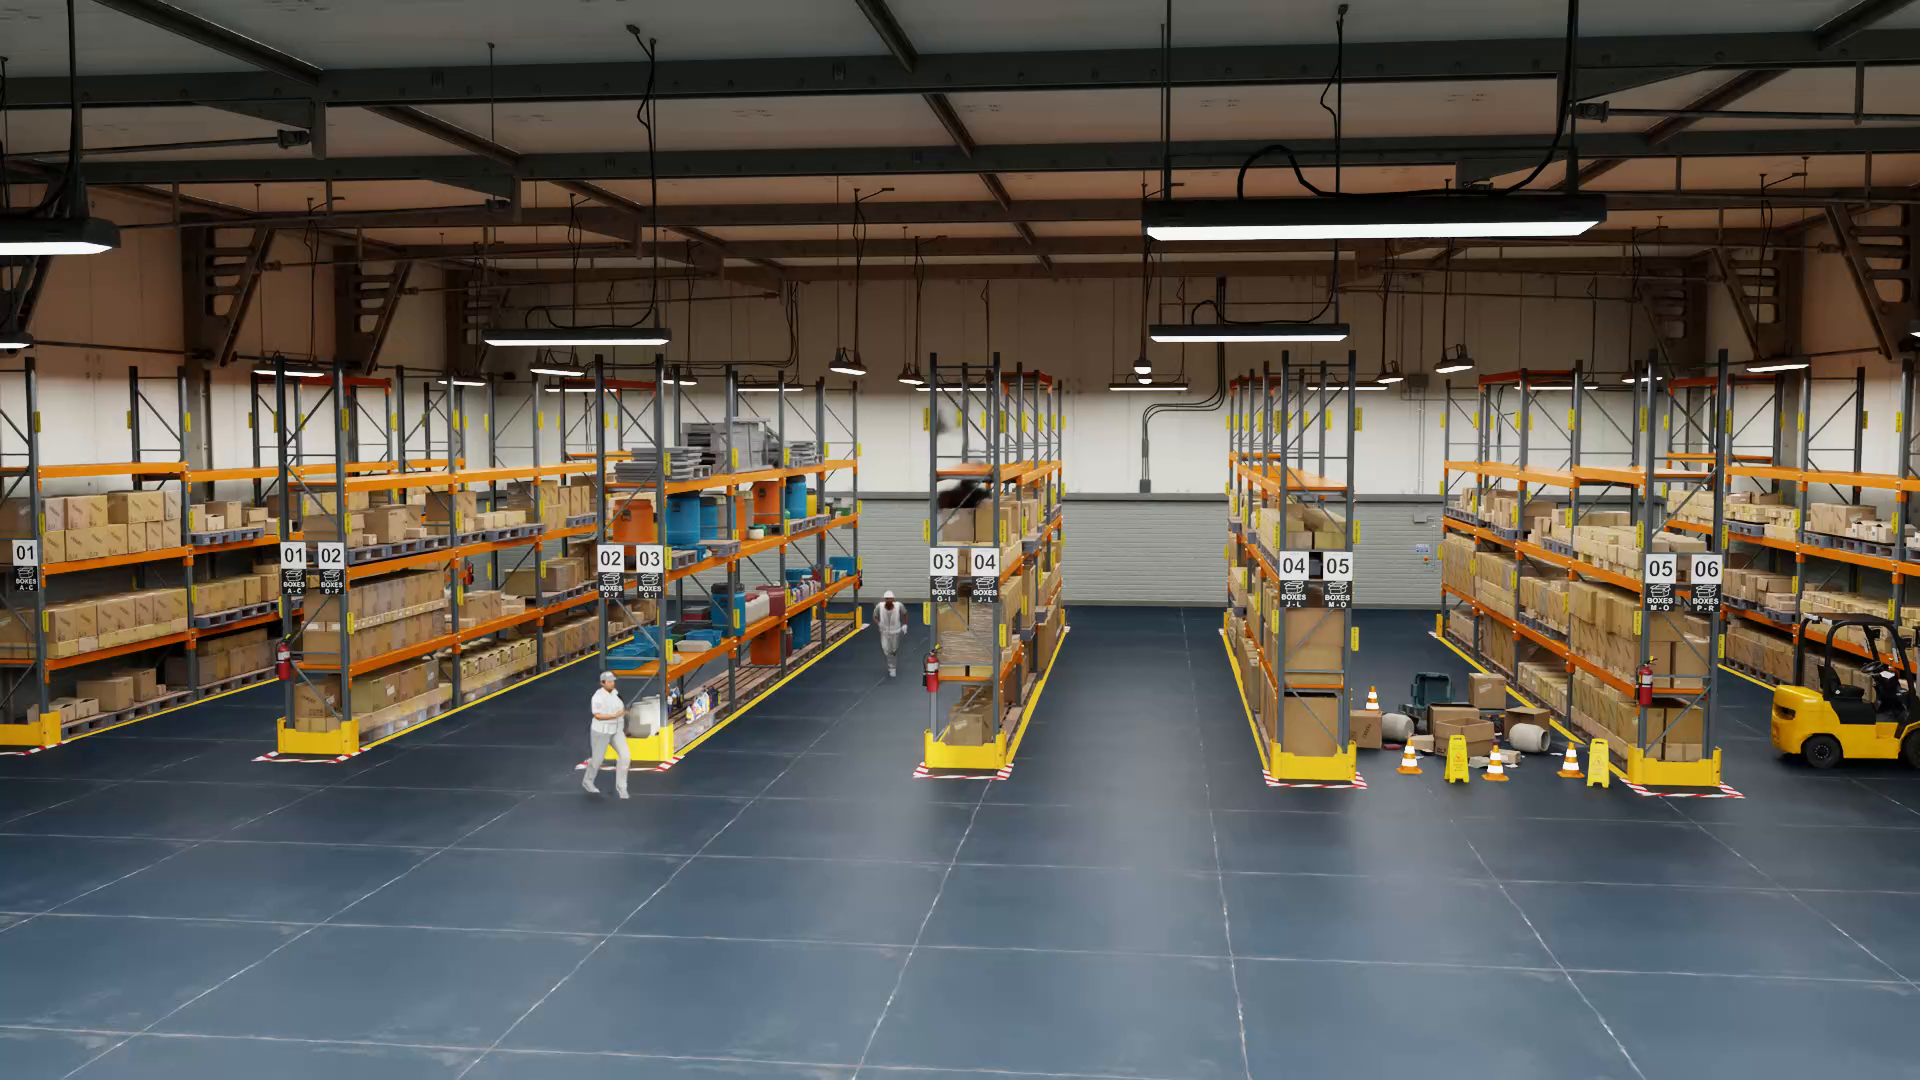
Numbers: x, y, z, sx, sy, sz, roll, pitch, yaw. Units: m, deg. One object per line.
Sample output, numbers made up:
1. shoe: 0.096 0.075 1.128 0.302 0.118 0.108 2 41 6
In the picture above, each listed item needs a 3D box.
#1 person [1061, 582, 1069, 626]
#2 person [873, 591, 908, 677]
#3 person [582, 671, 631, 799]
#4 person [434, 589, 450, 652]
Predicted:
1. person: 2.287 1.314 41.018 0.827 1.610 0.567 1 4 14
2. person: -1.377 1.841 32.904 0.675 1.704 0.762 0 4 5
3. person: -4.708 2.619 22.189 0.779 1.754 0.574 3 5 37
4. person: -11.337 1.616 36.087 0.561 1.668 0.573 0 4 3
